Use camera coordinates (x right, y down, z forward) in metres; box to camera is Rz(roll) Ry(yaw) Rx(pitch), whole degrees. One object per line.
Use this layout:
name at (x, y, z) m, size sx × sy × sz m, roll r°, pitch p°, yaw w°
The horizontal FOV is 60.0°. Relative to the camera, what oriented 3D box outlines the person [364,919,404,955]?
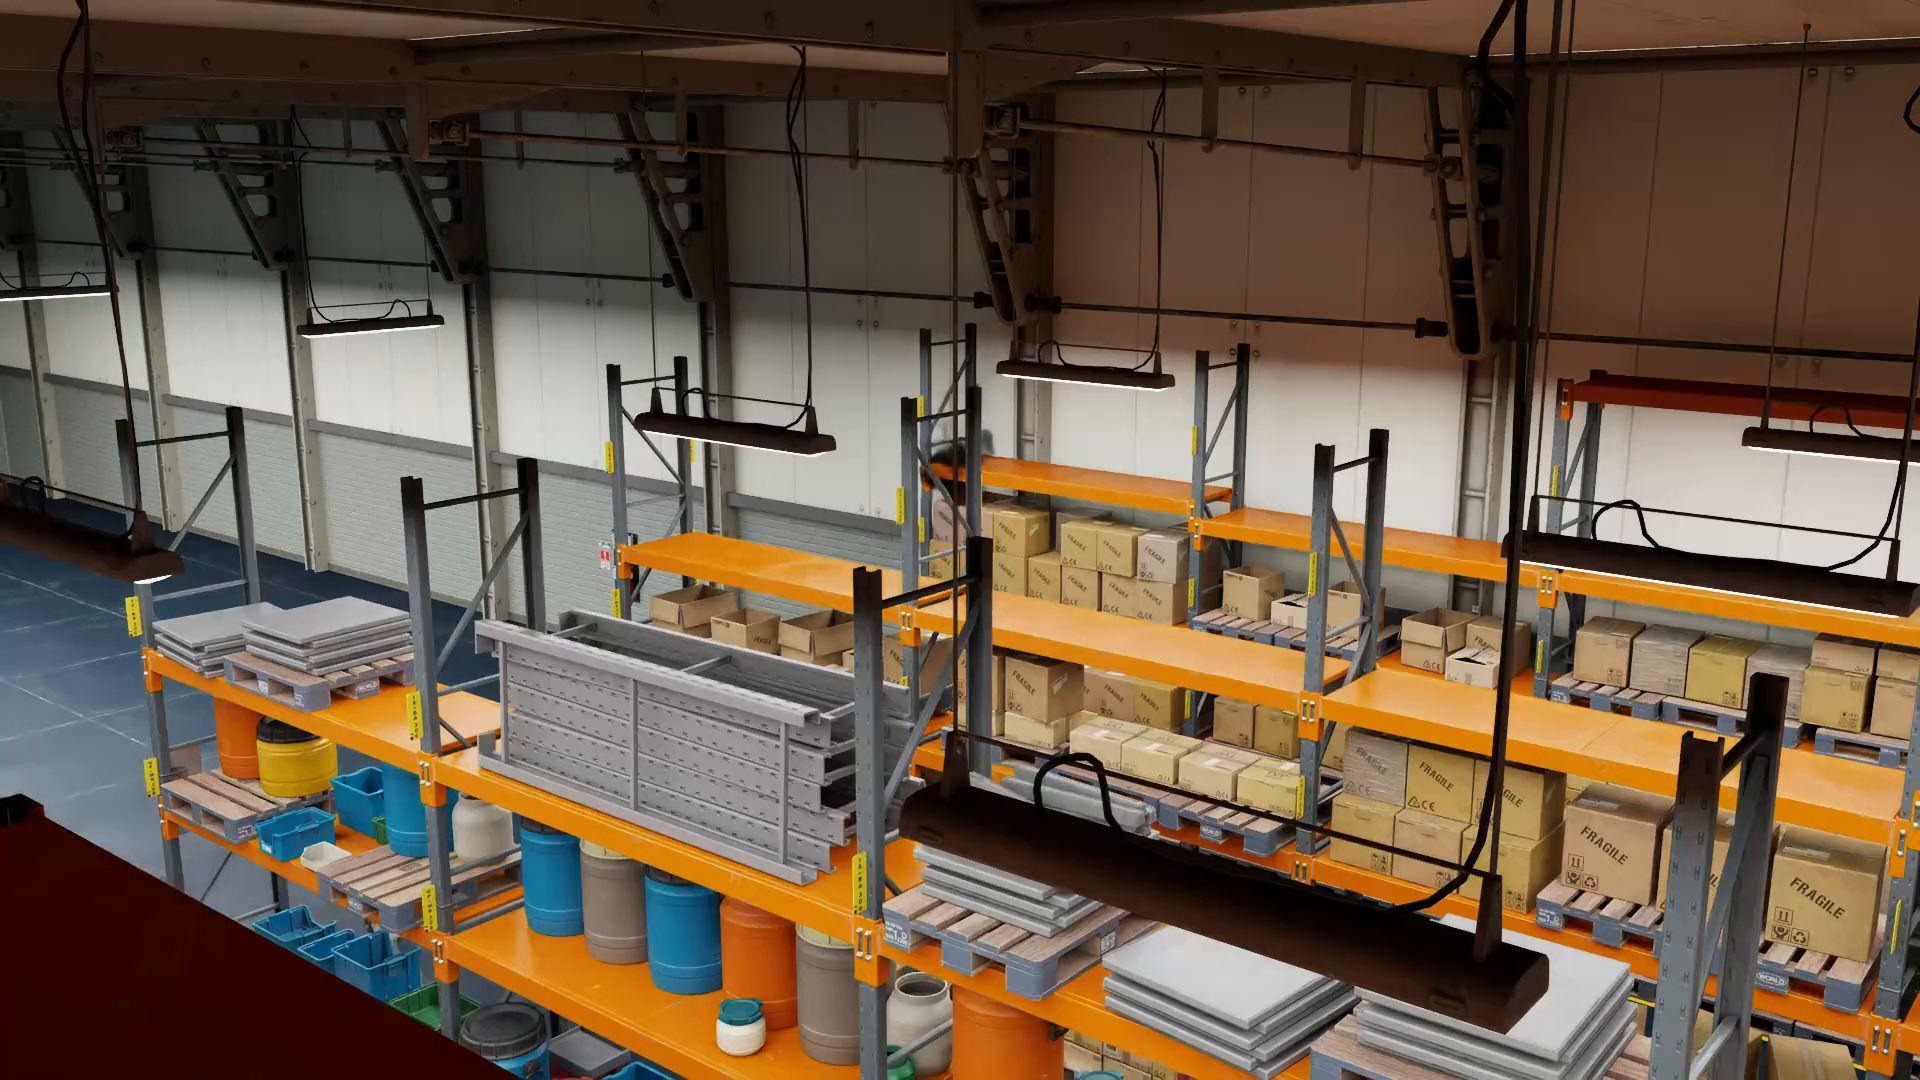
person at (-5.480, 3.753, 15.954) m, size 0.725 × 1.697 × 0.609 m, roll 8°, pitch 15°, yaw 32°
